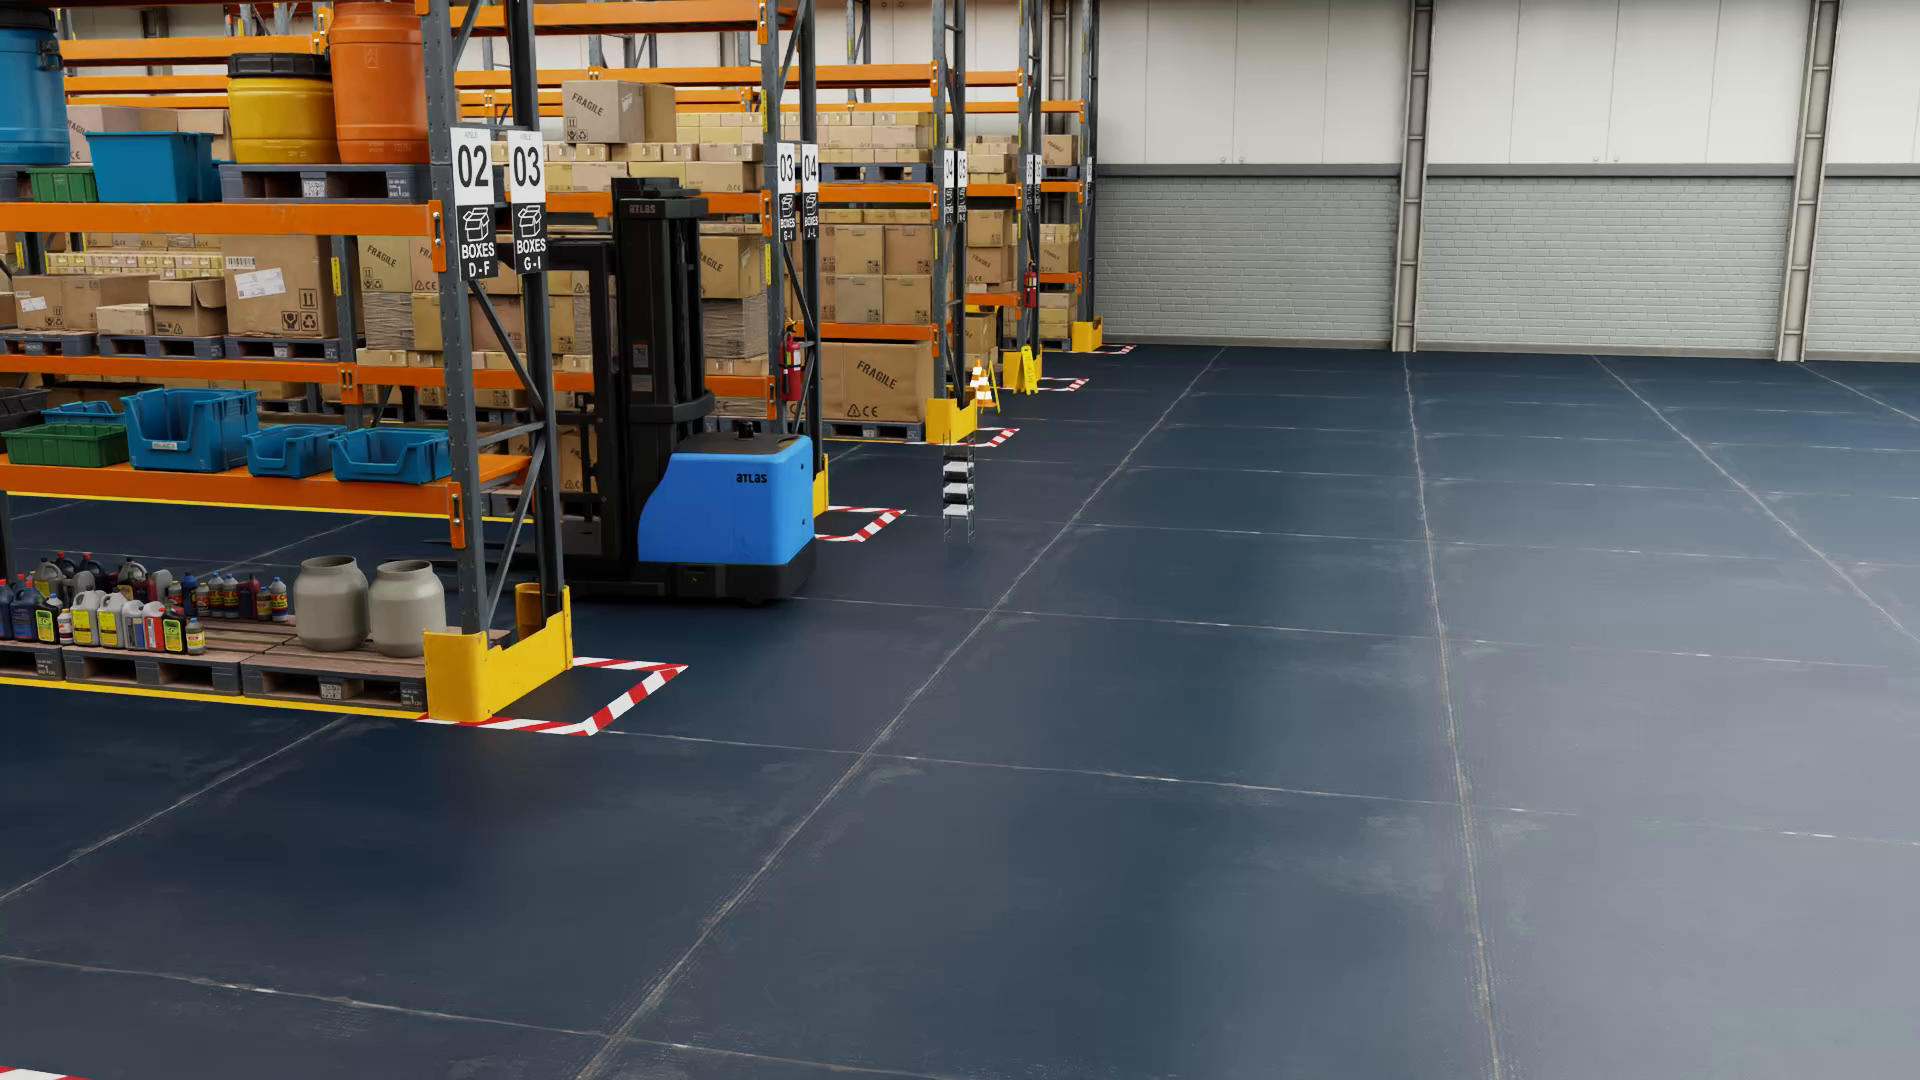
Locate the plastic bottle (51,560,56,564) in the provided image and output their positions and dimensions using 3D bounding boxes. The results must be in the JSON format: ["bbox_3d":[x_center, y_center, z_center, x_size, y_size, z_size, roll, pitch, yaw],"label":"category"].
[{"bbox_3d":[-5.926,0.270,10.846,0.133,0.283,0.061,4,13,16],"label":"plastic bottle"}]

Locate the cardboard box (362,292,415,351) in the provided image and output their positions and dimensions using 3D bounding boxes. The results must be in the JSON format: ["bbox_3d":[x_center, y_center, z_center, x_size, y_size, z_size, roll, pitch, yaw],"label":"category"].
[{"bbox_3d":[-4.864,-1.996,14.887,0.500,0.500,0.875,3,13,14],"label":"cardboard box"}]

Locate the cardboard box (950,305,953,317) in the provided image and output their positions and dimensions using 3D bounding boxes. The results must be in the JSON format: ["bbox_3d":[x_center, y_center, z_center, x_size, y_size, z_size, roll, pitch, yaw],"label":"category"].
[{"bbox_3d":[-0.241,-3.252,23.615,0.250,0.149,0.380,3,13,15],"label":"cardboard box"}]

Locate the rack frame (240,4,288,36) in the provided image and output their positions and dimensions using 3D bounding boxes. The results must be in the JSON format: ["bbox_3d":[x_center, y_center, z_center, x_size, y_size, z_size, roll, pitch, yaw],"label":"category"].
[{"bbox_3d":[-10.678,-7.266,25.708,0.127,3.000,1.000,3,13,14],"label":"rack frame"}]

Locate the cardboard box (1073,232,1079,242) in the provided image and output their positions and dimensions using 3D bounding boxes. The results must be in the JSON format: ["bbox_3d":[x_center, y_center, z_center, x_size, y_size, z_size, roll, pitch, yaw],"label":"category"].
[{"bbox_3d":[1.891,-5.196,28.501,0.250,0.149,0.380,3,13,12],"label":"cardboard box"}]

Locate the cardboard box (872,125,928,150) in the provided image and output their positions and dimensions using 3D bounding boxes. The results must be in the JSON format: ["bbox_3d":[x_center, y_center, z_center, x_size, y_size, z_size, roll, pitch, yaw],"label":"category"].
[{"bbox_3d":[-0.658,-4.425,18.288,0.500,0.250,0.500,3,13,14],"label":"cardboard box"}]

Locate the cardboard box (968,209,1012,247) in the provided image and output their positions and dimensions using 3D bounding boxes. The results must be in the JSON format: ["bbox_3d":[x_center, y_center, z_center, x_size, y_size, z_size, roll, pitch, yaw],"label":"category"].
[{"bbox_3d":[0.424,-4.377,23.313,0.500,0.500,0.700,3,13,12],"label":"cardboard box"}]

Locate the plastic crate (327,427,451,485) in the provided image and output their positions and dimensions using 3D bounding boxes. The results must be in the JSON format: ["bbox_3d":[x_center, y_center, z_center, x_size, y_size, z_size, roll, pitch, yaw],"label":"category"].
[{"bbox_3d":[-3.147,-0.480,9.313,0.616,0.251,0.499,3,13,14],"label":"plastic crate"}]

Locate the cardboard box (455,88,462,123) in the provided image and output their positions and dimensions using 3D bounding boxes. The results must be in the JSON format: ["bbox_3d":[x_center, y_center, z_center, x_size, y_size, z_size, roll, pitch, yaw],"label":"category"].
[{"bbox_3d":[-4.788,-3.771,14.808,0.500,0.500,0.500,3,13,12],"label":"cardboard box"}]

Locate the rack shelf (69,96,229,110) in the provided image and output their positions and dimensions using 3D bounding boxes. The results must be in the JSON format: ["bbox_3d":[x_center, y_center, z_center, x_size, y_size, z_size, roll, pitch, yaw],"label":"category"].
[{"bbox_3d":[-12.620,-6.823,26.297,4.000,0.370,1.077,3,13,14],"label":"rack shelf"}]

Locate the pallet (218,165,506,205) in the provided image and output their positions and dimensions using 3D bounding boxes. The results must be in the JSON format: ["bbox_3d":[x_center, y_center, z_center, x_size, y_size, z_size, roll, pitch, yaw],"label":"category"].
[{"bbox_3d":[-3.369,-2.025,9.446,1.213,0.211,1.003,3,13,14],"label":"pallet"}]

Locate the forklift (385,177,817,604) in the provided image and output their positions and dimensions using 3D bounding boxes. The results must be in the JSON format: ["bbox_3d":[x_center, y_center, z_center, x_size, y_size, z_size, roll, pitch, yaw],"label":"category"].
[{"bbox_3d":[-2.633,-1.102,11.935,3.031,2.935,1.130,2,13,7],"label":"forklift"}]

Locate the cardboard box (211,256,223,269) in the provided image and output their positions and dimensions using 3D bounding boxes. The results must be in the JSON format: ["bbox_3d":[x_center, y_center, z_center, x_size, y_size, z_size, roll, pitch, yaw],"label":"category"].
[{"bbox_3d":[-8.966,-3.413,20.427,0.250,0.149,0.380,3,13,15],"label":"cardboard box"}]

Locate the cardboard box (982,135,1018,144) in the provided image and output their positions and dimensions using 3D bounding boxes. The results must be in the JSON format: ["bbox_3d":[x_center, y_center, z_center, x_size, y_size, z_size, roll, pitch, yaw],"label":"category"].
[{"bbox_3d":[0.699,-6.572,28.072,0.500,0.500,0.700,3,13,14],"label":"cardboard box"}]

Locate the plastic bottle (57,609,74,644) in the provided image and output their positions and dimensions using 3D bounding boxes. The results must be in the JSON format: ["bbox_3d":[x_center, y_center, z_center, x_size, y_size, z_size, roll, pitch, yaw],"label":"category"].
[{"bbox_3d":[-5.336,0.513,9.940,0.097,0.201,0.097,0,13,0],"label":"plastic bottle"}]

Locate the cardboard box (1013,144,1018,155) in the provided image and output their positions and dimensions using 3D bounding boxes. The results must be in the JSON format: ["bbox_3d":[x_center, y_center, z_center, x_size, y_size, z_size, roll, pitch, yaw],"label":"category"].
[{"bbox_3d":[0.676,-5.507,23.444,0.250,0.149,0.380,3,13,13],"label":"cardboard box"}]

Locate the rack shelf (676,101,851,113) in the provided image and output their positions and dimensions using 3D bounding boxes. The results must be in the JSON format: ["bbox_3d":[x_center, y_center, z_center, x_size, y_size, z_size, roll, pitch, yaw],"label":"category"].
[{"bbox_3d":[-3.667,-7.452,29.132,4.000,0.370,1.077,3,13,14],"label":"rack shelf"}]

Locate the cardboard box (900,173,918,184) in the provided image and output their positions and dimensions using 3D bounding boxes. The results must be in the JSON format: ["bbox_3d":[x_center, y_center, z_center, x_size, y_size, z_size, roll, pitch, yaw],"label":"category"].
[{"bbox_3d":[-0.678,-5.088,23.398,0.250,0.149,0.380,3,13,12],"label":"cardboard box"}]

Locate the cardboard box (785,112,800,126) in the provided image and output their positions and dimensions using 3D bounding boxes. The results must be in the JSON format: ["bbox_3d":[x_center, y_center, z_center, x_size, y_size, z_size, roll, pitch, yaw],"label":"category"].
[{"bbox_3d":[-1.758,-4.666,18.450,0.250,0.149,0.380,3,13,13],"label":"cardboard box"}]

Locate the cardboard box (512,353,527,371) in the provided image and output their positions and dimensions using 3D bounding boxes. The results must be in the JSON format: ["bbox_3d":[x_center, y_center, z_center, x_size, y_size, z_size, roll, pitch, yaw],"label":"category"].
[{"bbox_3d":[-3.690,-1.566,14.448,0.250,0.149,0.380,3,13,14],"label":"cardboard box"}]

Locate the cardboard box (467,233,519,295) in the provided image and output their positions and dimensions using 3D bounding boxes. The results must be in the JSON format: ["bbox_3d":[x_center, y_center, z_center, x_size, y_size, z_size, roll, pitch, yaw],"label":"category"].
[{"bbox_3d":[-3.939,-2.392,14.363,0.500,0.500,0.500,3,13,14],"label":"cardboard box"}]

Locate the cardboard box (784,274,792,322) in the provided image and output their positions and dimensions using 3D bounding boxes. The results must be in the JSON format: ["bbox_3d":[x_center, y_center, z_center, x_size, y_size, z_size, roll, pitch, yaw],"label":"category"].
[{"bbox_3d":[-2.064,-2.850,19.306,0.500,0.550,0.875,3,13,14],"label":"cardboard box"}]

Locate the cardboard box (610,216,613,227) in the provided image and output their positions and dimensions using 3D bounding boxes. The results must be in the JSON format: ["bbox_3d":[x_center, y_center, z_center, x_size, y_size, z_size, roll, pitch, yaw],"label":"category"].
[{"bbox_3d":[-5.139,-4.820,25.148,0.250,0.149,0.380,2,13,11],"label":"cardboard box"}]

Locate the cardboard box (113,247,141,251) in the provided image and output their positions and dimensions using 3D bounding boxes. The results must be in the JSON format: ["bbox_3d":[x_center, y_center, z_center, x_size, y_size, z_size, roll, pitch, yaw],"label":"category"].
[{"bbox_3d":[-13.177,-4.458,26.671,0.500,0.500,0.500,3,13,13],"label":"cardboard box"}]

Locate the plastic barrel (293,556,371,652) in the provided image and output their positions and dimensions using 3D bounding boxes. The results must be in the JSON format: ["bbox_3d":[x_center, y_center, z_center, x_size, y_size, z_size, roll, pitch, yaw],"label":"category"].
[{"bbox_3d":[-3.733,0.376,9.887,0.421,0.512,0.421,0,13,0],"label":"plastic barrel"}]

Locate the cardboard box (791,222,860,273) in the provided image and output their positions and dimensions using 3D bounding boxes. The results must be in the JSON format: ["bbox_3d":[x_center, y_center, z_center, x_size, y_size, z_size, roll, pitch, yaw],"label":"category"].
[{"bbox_3d":[-1.534,-3.363,19.127,0.550,0.550,0.875,3,13,14],"label":"cardboard box"}]

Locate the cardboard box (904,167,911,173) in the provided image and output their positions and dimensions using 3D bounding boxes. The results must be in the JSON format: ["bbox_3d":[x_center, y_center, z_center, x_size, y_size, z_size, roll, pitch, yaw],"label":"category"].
[{"bbox_3d":[-0.582,-5.273,23.310,0.500,0.250,0.500,3,13,15],"label":"cardboard box"}]

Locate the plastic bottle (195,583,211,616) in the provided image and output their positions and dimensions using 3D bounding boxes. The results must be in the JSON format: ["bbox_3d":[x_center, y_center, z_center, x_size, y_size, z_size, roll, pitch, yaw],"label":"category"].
[{"bbox_3d":[-4.801,0.374,10.565,0.097,0.201,0.097,0,13,0],"label":"plastic bottle"}]

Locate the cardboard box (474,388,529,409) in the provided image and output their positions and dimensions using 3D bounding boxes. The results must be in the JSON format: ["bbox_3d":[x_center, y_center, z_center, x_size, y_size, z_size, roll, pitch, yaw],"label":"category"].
[{"bbox_3d":[-5.559,-2.047,20.259,0.750,0.750,1.050,3,13,14],"label":"cardboard box"}]

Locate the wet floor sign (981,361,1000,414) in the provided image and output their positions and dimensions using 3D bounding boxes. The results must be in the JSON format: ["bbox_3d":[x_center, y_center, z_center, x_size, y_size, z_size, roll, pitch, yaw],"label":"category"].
[{"bbox_3d":[0.387,-1.934,20.961,0.232,0.644,0.267,1,13,4],"label":"wet floor sign"}]

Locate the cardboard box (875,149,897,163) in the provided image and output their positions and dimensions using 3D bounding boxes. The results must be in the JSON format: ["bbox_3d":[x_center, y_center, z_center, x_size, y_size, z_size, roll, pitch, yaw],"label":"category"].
[{"bbox_3d":[-0.764,-4.223,18.298,0.250,0.149,0.380,3,13,14],"label":"cardboard box"}]

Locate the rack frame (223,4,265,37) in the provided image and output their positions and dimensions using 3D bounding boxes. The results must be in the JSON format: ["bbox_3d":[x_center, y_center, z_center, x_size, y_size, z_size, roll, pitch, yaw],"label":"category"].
[{"bbox_3d":[-13.376,-8.518,31.350,0.127,3.000,1.000,3,13,14],"label":"rack frame"}]

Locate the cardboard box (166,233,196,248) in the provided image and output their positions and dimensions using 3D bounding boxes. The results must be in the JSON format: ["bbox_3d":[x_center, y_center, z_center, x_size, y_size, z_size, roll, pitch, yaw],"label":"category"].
[{"bbox_3d":[-12.190,-4.893,26.324,0.500,0.500,0.500,3,13,14],"label":"cardboard box"}]

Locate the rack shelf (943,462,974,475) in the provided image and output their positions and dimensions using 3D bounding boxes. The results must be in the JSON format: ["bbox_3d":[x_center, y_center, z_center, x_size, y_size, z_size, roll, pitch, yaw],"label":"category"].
[{"bbox_3d":[-0.008,-0.583,13.606,0.200,0.077,0.258,3,13,14],"label":"rack shelf"}]

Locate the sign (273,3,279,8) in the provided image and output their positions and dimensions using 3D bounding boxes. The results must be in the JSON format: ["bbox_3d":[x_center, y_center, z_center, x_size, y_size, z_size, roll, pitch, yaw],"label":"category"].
[{"bbox_3d":[-8.003,-6.392,19.431,0.005,0.325,0.100,3,13,14],"label":"sign"}]

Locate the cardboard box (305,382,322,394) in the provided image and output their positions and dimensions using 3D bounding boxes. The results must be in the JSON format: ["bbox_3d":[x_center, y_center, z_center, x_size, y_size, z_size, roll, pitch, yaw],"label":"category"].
[{"bbox_3d":[-8.508,-2.159,21.340,0.500,0.500,0.500,3,13,11],"label":"cardboard box"}]

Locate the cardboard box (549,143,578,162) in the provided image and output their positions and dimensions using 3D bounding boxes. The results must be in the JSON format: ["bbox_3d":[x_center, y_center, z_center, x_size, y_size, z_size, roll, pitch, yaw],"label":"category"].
[{"bbox_3d":[-3.263,-3.258,13.995,0.250,0.149,0.380,2,13,11],"label":"cardboard box"}]

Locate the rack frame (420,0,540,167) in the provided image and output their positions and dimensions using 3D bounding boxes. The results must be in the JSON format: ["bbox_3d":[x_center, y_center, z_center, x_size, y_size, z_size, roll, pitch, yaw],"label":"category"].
[{"bbox_3d":[-2.589,-3.518,8.814,0.127,3.000,1.000,3,13,14],"label":"rack frame"}]

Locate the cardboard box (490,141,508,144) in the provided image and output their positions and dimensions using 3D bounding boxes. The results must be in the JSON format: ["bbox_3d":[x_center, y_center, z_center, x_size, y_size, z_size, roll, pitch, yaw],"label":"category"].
[{"bbox_3d":[-5.251,-4.539,19.487,0.500,0.250,0.500,3,13,13],"label":"cardboard box"}]

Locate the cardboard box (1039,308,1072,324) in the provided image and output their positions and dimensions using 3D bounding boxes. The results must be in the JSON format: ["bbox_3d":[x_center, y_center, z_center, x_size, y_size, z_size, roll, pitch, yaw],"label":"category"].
[{"bbox_3d":[1.610,-3.825,28.273,0.500,0.250,0.500,3,13,13],"label":"cardboard box"}]

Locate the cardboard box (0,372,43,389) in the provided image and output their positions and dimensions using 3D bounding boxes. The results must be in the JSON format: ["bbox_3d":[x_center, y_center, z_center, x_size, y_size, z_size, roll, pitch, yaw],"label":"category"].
[{"bbox_3d":[-9.834,-1.254,16.395,0.875,0.875,1.225,2,13,11],"label":"cardboard box"}]

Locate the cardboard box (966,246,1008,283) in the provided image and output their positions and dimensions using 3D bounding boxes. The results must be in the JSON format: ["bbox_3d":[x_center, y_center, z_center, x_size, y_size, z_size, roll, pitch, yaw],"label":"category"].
[{"bbox_3d":[0.379,-3.879,23.374,0.500,0.500,0.500,3,13,13],"label":"cardboard box"}]

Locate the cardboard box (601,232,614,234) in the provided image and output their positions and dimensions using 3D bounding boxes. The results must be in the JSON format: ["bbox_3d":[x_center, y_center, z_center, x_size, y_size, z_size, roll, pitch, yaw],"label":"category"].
[{"bbox_3d":[-2.840,-2.452,14.633,0.500,0.500,0.500,3,13,14],"label":"cardboard box"}]

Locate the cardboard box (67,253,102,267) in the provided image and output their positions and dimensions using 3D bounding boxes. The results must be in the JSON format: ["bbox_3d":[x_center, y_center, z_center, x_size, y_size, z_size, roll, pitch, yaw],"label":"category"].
[{"bbox_3d":[-10.974,-3.520,20.910,0.250,0.149,0.380,3,13,14],"label":"cardboard box"}]

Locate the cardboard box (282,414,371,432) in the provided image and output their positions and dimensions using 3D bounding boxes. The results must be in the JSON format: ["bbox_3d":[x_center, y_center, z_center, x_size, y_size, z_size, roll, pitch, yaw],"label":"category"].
[{"bbox_3d":[-5.877,-0.869,15.481,0.500,0.500,0.700,2,13,9],"label":"cardboard box"}]

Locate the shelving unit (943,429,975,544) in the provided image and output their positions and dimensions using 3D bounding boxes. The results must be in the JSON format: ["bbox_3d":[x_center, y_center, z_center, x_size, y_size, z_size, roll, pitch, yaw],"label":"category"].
[{"bbox_3d":[-0.008,-0.440,13.638,0.210,0.900,0.258,3,13,14],"label":"shelving unit"}]

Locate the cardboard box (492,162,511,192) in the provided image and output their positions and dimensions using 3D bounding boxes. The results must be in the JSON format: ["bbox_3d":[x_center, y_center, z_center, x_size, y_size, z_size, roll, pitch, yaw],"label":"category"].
[{"bbox_3d":[-3.916,-3.098,14.192,0.500,0.250,0.500,3,13,11],"label":"cardboard box"}]

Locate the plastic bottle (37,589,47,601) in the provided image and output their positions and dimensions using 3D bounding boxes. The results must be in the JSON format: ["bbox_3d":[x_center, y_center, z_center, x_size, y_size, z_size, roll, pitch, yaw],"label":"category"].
[{"bbox_3d":[-5.619,0.432,10.146,0.097,0.271,0.097,0,13,0],"label":"plastic bottle"}]

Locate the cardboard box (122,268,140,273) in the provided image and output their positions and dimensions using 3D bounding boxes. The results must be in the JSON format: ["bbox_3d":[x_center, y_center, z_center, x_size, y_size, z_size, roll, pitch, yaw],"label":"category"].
[{"bbox_3d":[-10.219,-3.335,20.762,0.250,0.149,0.380,3,13,13],"label":"cardboard box"}]

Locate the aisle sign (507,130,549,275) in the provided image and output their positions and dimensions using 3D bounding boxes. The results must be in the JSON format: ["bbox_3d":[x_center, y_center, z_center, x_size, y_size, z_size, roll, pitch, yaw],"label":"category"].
[{"bbox_3d":[-2.449,-1.916,9.443,0.004,0.787,0.394,3,13,14],"label":"aisle sign"}]

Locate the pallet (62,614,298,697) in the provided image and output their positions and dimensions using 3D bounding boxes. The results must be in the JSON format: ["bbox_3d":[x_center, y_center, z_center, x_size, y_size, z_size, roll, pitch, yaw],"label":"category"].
[{"bbox_3d":[-4.642,0.671,10.222,1.213,0.211,1.003,3,13,14],"label":"pallet"}]

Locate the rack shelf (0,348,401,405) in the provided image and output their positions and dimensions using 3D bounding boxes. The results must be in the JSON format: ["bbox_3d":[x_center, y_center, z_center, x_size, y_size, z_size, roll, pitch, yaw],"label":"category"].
[{"bbox_3d":[-7.228,-1.591,15.640,4.000,0.370,1.077,3,13,14],"label":"rack shelf"}]

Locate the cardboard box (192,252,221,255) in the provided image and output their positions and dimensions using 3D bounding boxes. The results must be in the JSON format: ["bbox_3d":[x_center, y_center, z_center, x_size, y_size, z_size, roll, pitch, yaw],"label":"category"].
[{"bbox_3d":[-9.561,-3.589,21.222,0.250,0.149,0.380,3,13,15],"label":"cardboard box"}]

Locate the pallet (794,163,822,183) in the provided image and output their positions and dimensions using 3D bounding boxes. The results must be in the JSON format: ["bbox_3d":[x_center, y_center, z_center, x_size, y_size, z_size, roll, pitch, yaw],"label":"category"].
[{"bbox_3d":[-2.027,-4.189,18.968,1.213,0.211,1.003,3,13,14],"label":"pallet"}]

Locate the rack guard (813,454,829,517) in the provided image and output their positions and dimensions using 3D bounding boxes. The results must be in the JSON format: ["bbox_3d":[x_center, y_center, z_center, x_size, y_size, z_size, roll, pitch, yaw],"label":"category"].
[{"bbox_3d":[-1.476,-0.414,14.447,0.348,0.500,1.175,3,13,14],"label":"rack guard"}]

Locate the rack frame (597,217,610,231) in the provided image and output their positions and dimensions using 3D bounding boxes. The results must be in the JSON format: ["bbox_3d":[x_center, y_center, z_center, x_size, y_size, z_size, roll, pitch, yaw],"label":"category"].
[{"bbox_3d":[-3.999,-2.876,19.772,0.127,3.000,1.000,3,13,14],"label":"rack frame"}]

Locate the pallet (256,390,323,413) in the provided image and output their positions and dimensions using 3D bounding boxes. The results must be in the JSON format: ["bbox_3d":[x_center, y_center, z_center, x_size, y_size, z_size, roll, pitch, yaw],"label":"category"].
[{"bbox_3d":[-8.641,-1.763,21.193,1.213,0.211,1.003,3,13,14],"label":"pallet"}]
